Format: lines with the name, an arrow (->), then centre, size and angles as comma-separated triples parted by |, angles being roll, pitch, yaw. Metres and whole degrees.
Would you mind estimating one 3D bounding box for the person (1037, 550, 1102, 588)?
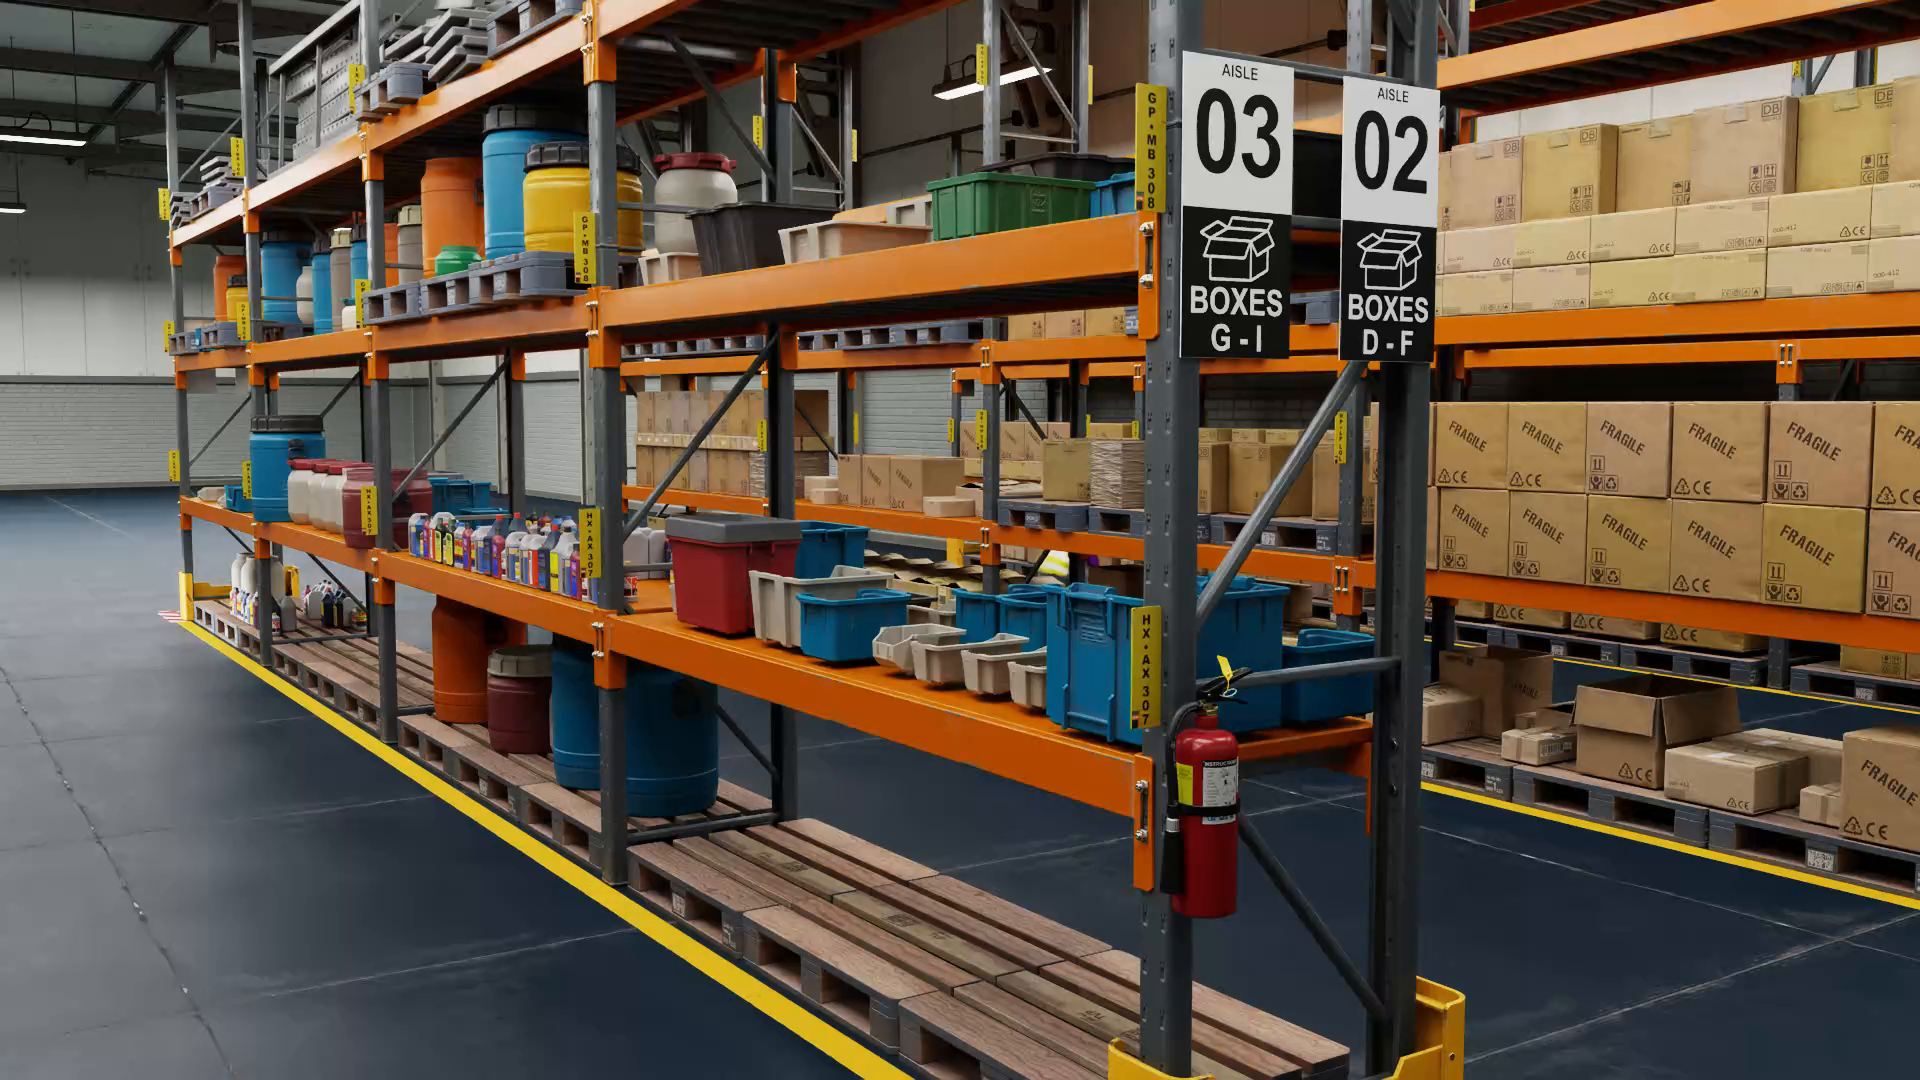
person -> 1.292, 0.396, 19.013 | 0.928, 0.897, 0.545 | -3, 6, -34
